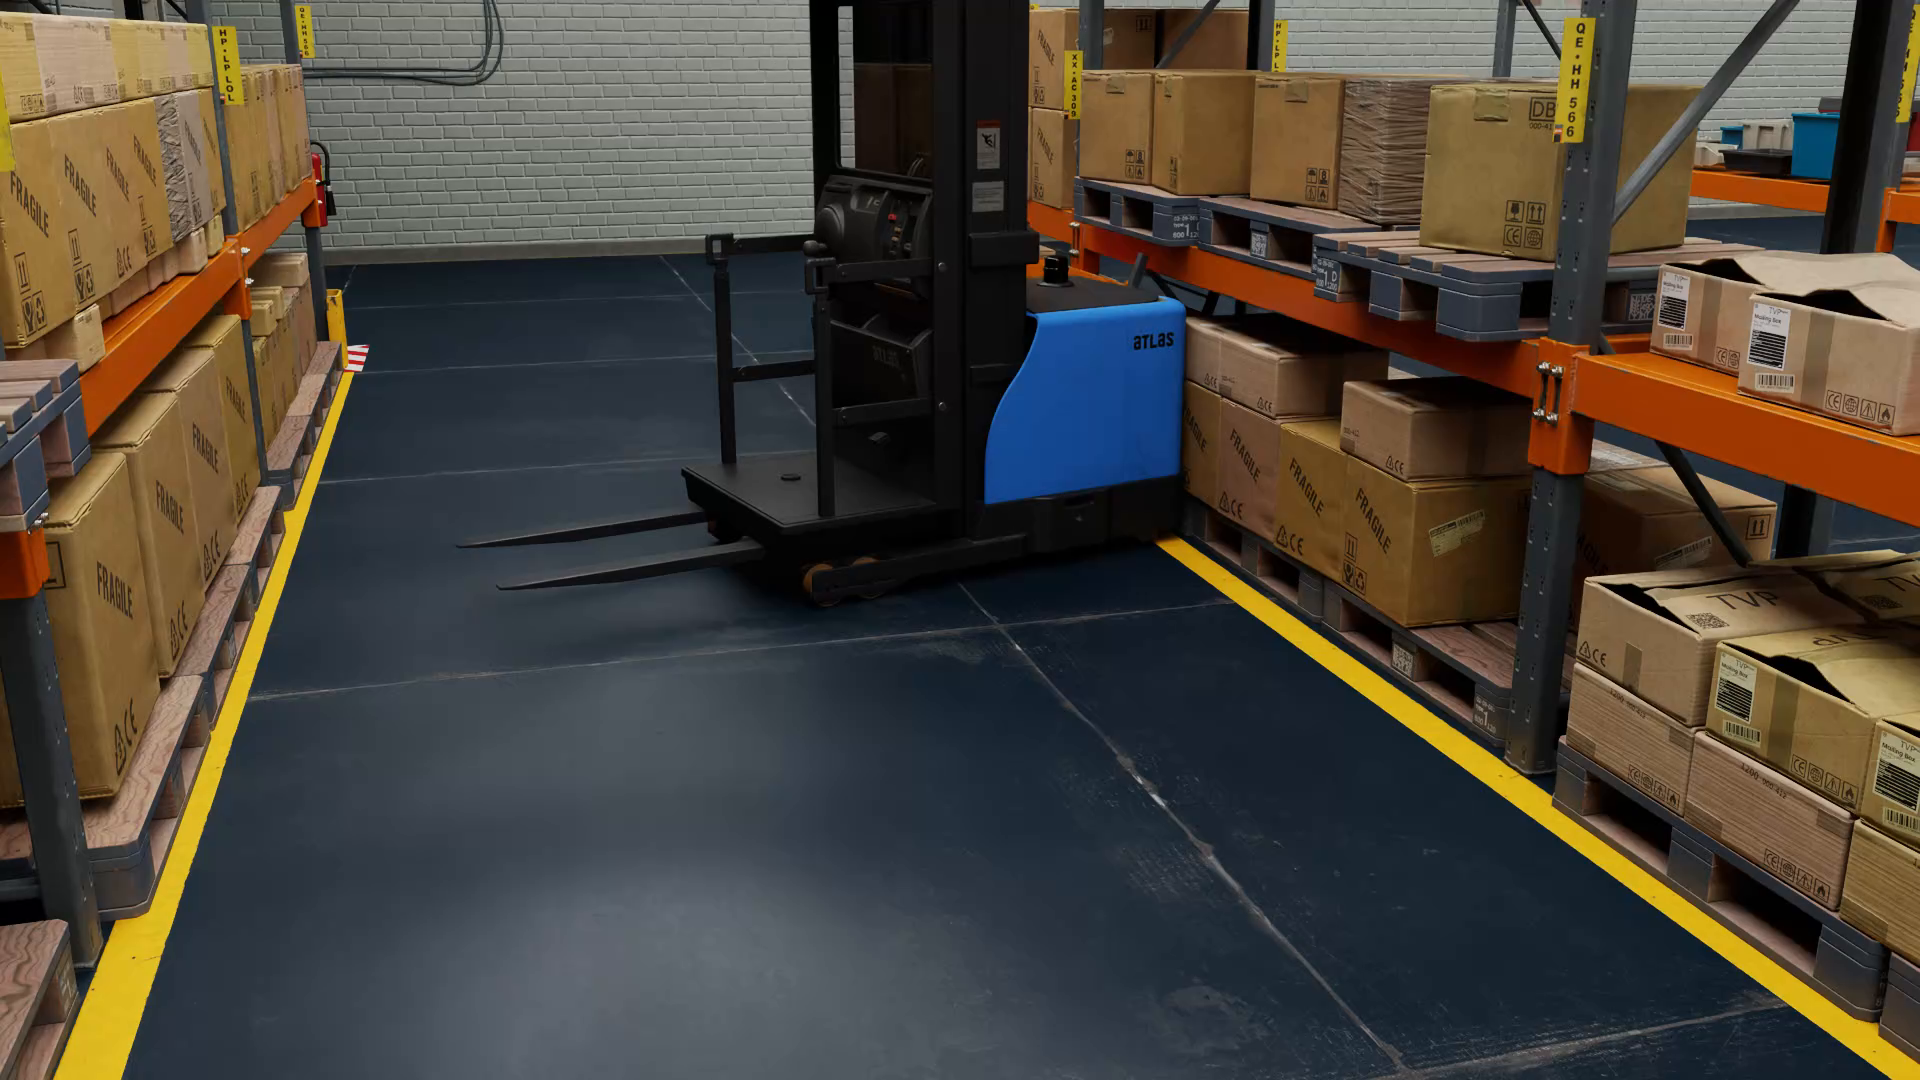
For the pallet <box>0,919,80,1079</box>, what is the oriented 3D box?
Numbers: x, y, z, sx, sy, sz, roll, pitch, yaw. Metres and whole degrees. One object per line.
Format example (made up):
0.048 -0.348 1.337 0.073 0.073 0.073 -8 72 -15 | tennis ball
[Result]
-2.367 1.175 3.175 1.003 0.211 1.213 -5 17 -15 | pallet

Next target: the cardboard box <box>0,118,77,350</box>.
-2.468 -0.732 3.948 0.500 0.500 0.500 -4 17 -14 | cardboard box

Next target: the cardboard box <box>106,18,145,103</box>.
-2.893 -1.510 5.234 0.500 0.250 0.500 -5 17 -16 | cardboard box

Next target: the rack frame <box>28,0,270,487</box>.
-3.680 -1.484 7.177 1.000 3.000 0.127 -5 17 -15 | rack frame

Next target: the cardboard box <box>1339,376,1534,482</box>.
1.679 -0.398 5.840 0.500 0.250 0.500 -4 17 -13 | cardboard box

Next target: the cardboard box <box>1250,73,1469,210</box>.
1.627 -1.641 6.799 0.700 0.500 0.500 -10 19 -29 | cardboard box

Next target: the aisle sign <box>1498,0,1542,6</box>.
4.441 -4.615 13.082 0.394 0.787 0.004 -5 17 -15 | aisle sign

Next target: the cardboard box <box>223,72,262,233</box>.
-3.813 -1.779 7.638 0.980 0.700 0.700 -4 17 -14 | cardboard box

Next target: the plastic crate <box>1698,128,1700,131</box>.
4.942 -2.780 11.681 0.416 0.233 0.300 -5 17 -15 | plastic crate

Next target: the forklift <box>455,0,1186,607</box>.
-0.542 -1.313 6.730 3.031 2.935 1.130 -9 19 -29 | forklift

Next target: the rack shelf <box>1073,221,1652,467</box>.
1.632 -0.979 6.746 1.077 0.370 4.000 -5 17 -15 | rack shelf

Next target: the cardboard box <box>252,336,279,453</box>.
-3.786 -0.703 8.192 0.700 0.500 0.500 -4 17 -15 | cardboard box

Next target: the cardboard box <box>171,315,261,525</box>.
-3.376 -0.486 6.862 0.750 0.750 0.750 -4 17 -15 | cardboard box

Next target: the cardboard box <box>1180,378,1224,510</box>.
1.268 -0.451 7.321 0.500 0.500 0.500 -4 17 -15 | cardboard box

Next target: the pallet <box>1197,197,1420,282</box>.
1.643 -1.215 6.618 1.003 0.211 1.213 -5 17 -15 | pallet

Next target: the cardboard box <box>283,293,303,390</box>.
-4.214 -1.131 9.618 0.700 0.500 0.500 -5 18 -17 | cardboard box

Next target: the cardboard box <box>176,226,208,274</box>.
-3.065 -1.090 6.269 0.380 0.149 0.250 -5 17 -15 | cardboard box

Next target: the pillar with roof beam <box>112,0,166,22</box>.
-2.213 -6.482 13.389 9.100 9.000 0.400 -5 17 -15 | pillar with roof beam

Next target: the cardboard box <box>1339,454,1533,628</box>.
1.699 -0.024 5.897 0.500 0.500 0.500 -4 17 -13 | cardboard box

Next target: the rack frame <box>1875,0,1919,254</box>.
5.846 -2.267 9.785 1.000 3.000 0.127 -5 17 -15 | rack frame

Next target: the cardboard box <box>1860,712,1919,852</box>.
2.334 0.531 3.544 0.500 0.311 0.500 -5 17 -17 | cardboard box

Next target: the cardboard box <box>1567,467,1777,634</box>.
2.331 0.068 5.592 0.500 0.500 0.500 -4 17 -13 | cardboard box

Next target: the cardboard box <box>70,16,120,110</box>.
-2.747 -1.369 4.766 0.500 0.250 0.500 -5 17 -15 | cardboard box

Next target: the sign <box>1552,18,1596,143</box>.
1.663 -1.241 4.494 0.100 0.325 0.005 -5 17 -15 | sign

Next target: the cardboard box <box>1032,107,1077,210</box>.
0.698 -2.042 8.863 0.500 0.500 0.500 -4 17 -14 | cardboard box

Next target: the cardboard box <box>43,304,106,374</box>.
-2.501 -0.526 4.392 0.380 0.149 0.250 -4 17 -14 | cardboard box

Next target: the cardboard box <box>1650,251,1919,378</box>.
2.240 -0.623 4.467 0.500 0.311 0.500 -4 17 -12 | cardboard box

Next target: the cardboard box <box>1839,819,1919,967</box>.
2.331 0.796 3.637 0.500 0.250 0.500 -5 17 -17 | cardboard box

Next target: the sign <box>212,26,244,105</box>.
-3.160 -2.046 7.174 0.100 0.325 0.005 -5 17 -15 | sign

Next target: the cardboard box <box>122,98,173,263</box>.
-2.889 -1.158 5.368 0.500 0.500 0.500 -4 17 -14 | cardboard box

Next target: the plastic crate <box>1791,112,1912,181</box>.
5.390 -2.390 10.118 0.392 0.384 0.575 -5 17 -15 | plastic crate

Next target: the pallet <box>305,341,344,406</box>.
-4.484 -1.040 10.546 1.003 0.211 1.213 -5 17 -15 | pallet

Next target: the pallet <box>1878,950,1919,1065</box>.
2.702 1.133 3.312 1.003 0.211 1.213 -5 17 -15 | pallet

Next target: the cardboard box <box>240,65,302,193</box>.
-4.418 -2.393 9.683 0.980 0.700 0.700 -5 17 -16 | cardboard box

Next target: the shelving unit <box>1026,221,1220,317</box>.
0.571 -0.857 8.021 0.538 1.125 1.048 13 11 -34 | shelving unit

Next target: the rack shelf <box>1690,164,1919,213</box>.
5.296 -2.476 11.730 1.077 0.370 4.000 -5 17 -15 | rack shelf

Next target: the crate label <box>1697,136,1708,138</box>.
5.311 -2.908 12.273 0.396 0.136 0.243 -5 17 -15 | crate label

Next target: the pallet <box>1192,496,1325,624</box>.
1.681 0.019 7.021 1.003 0.211 1.213 -5 17 -15 | pallet

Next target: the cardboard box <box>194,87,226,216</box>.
-3.310 -1.576 6.758 0.500 0.500 0.500 -5 17 -16 | cardboard box

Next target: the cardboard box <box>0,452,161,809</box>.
-2.656 0.237 4.454 0.750 0.750 0.750 -5 17 -16 | cardboard box

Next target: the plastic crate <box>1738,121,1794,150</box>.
5.604 -2.676 11.248 0.437 0.282 0.530 -5 17 -15 | plastic crate

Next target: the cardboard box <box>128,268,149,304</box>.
-2.945 -0.872 5.544 0.380 0.149 0.250 -4 17 -14 | cardboard box

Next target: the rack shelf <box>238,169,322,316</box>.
-4.229 -1.692 9.122 1.077 0.370 4.000 -5 17 -15 | rack shelf

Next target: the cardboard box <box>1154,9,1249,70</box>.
1.223 -2.556 8.834 0.500 0.500 0.500 -4 17 -14 | cardboard box

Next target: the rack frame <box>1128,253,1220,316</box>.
0.820 -0.702 7.606 0.500 1.125 0.032 13 11 -34 | rack frame

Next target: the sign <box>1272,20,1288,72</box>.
1.615 -2.476 8.467 0.100 0.325 0.005 -5 17 -15 | sign

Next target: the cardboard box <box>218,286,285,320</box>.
-3.849 -1.267 8.943 0.380 0.149 0.250 -5 17 -17 | cardboard box
